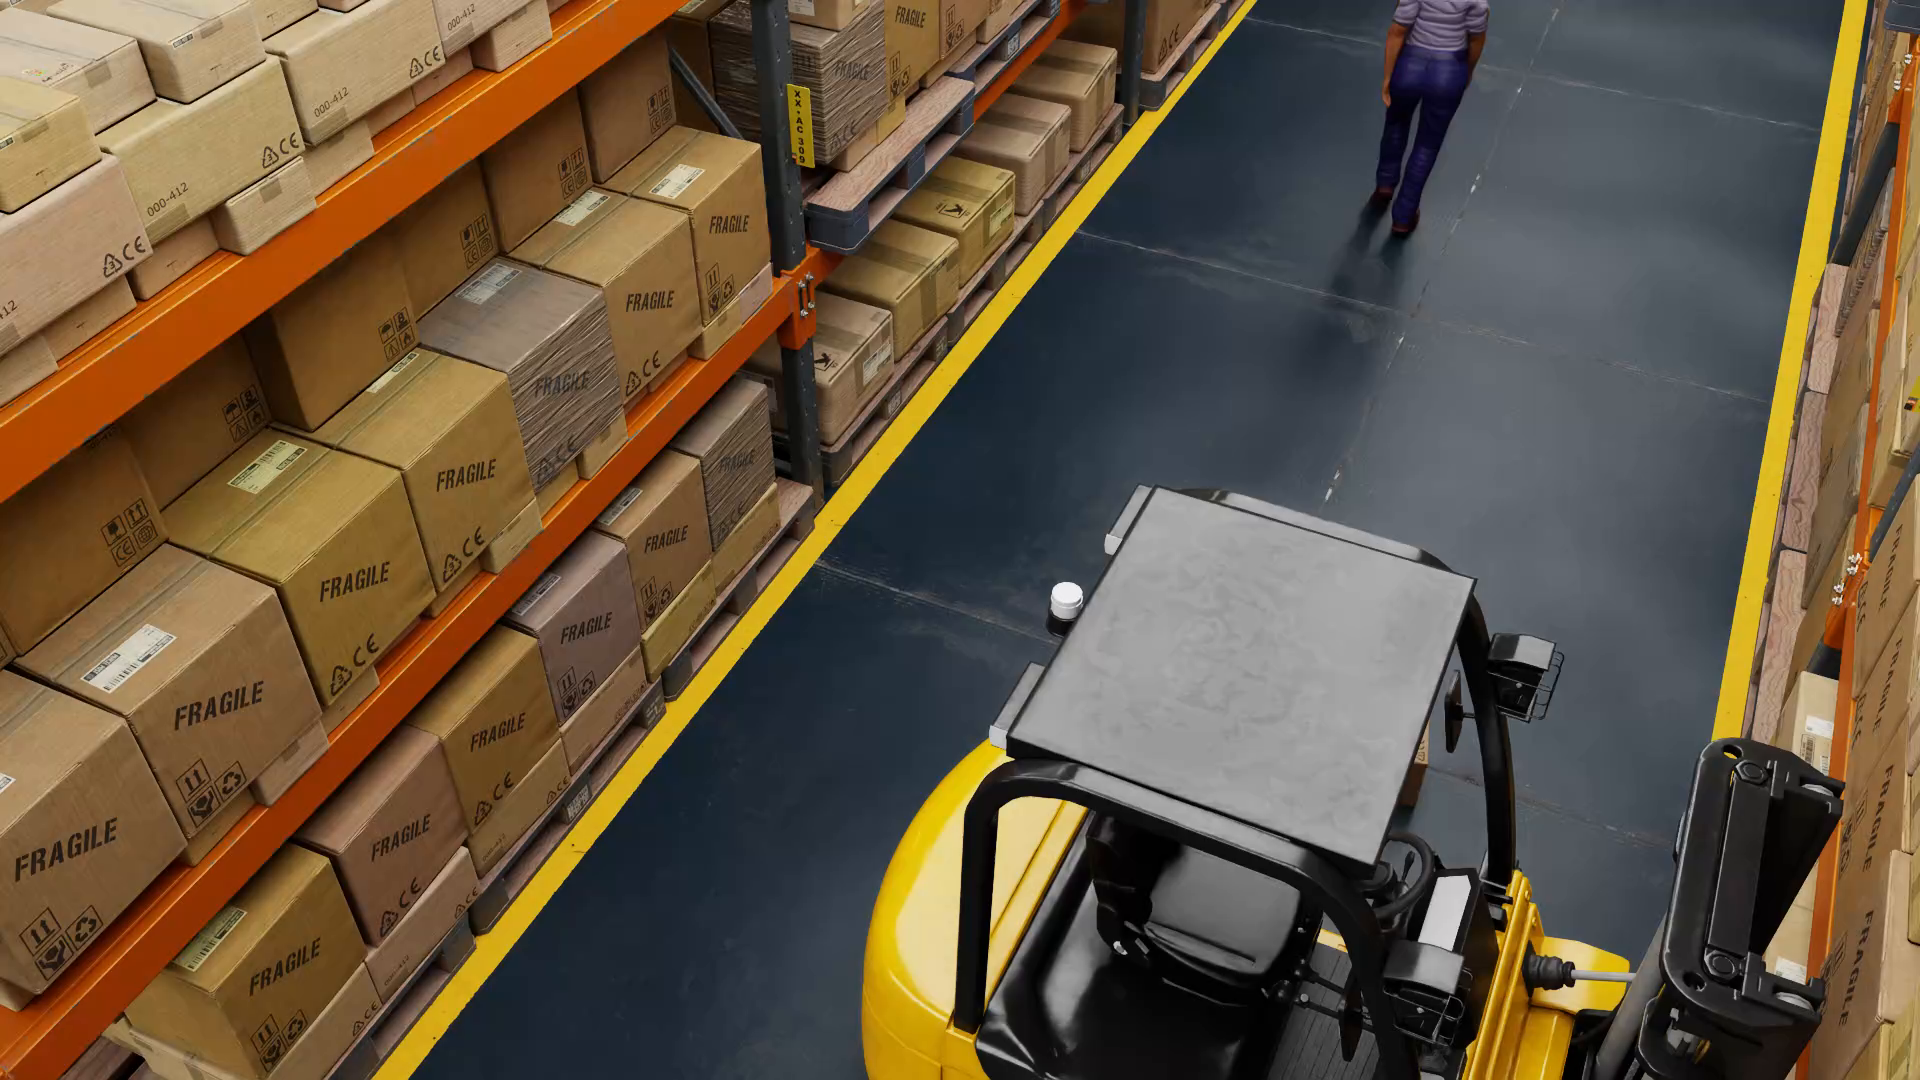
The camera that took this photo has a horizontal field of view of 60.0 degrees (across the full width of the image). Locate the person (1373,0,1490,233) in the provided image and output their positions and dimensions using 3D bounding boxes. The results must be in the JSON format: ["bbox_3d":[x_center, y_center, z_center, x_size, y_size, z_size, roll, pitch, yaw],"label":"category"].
[{"bbox_3d":[2.495,-2.429,8.889,0.485,1.723,0.565,16,45,17],"label":"person"}]
